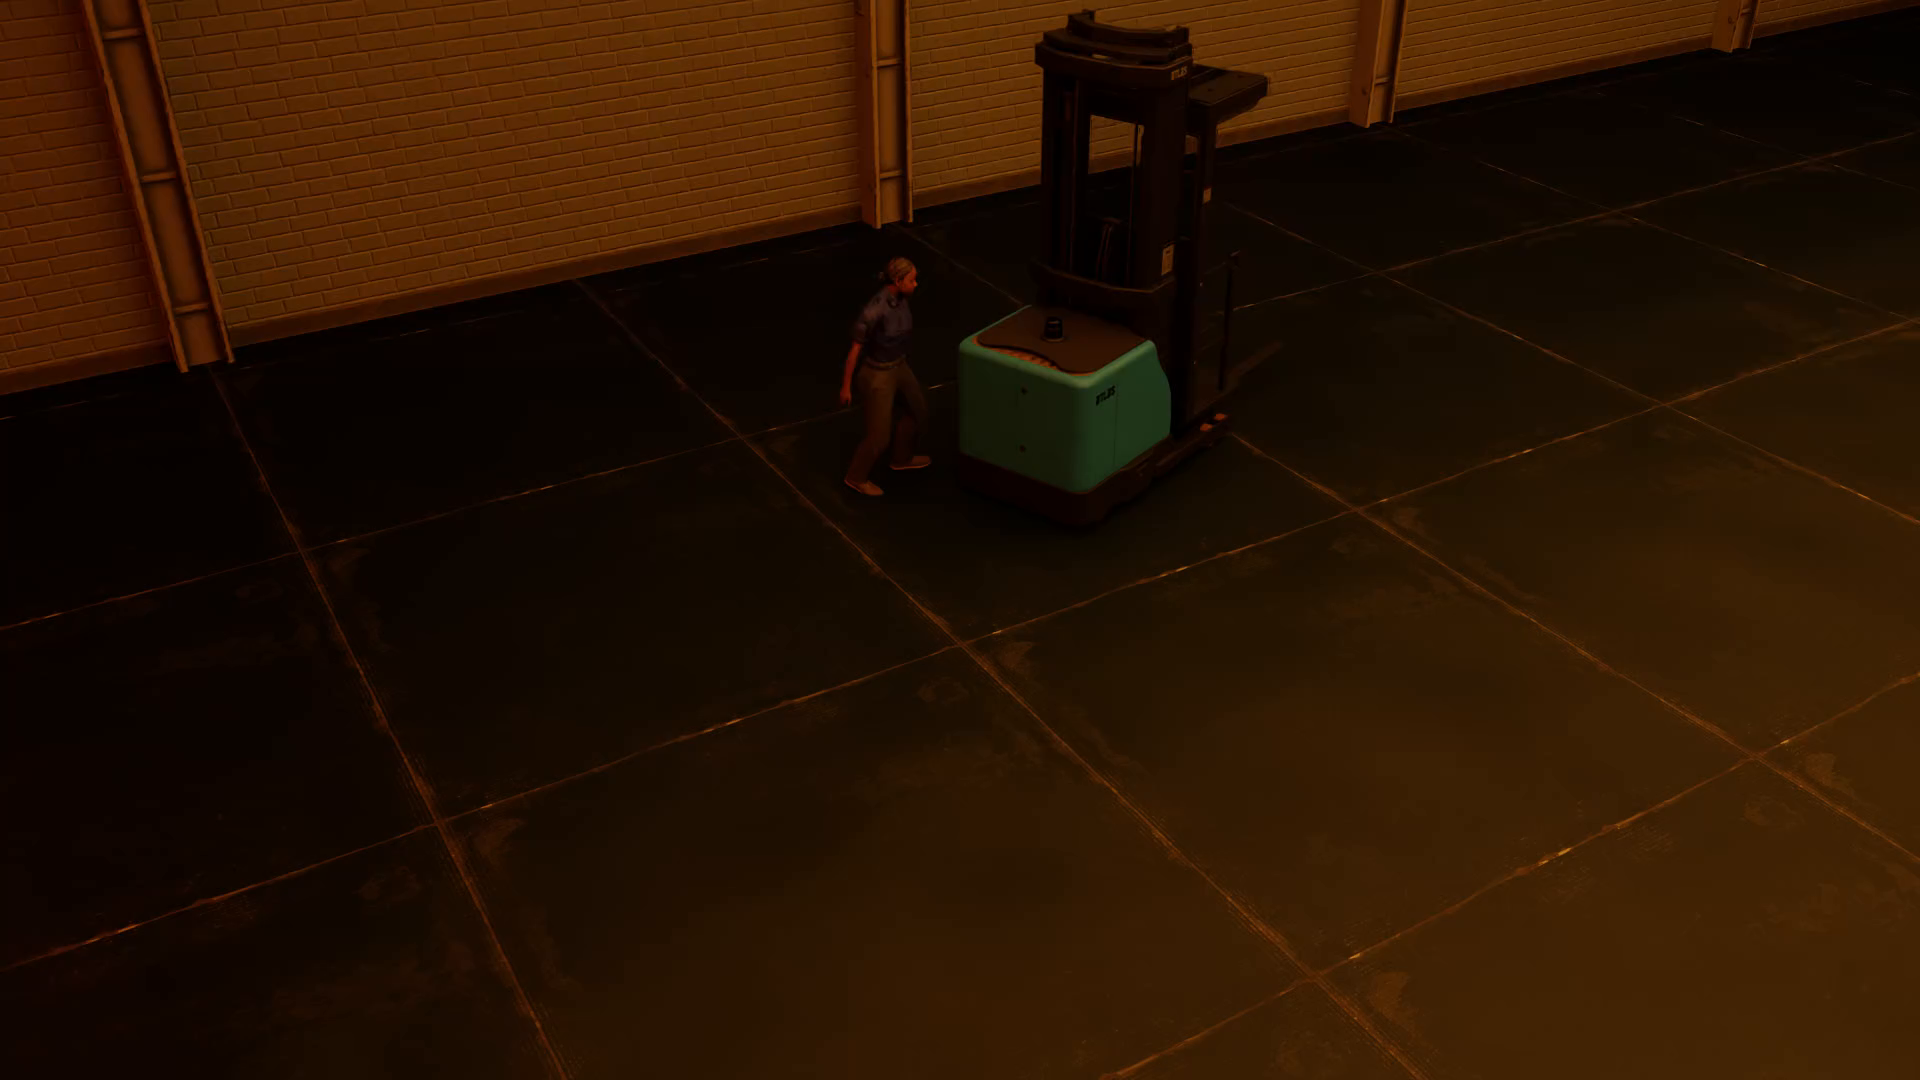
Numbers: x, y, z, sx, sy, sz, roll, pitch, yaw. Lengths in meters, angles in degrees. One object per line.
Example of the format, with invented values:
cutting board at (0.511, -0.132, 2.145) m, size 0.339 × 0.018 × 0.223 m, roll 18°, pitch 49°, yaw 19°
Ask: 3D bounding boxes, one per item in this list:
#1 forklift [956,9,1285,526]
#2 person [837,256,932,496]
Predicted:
forklift at (1.266, -2.040, 11.054) m, size 1.130 × 2.935 × 3.031 m, roll 21°, pitch 37°, yaw 31°
person at (-0.501, -1.057, 10.738) m, size 0.414 × 1.628 × 0.812 m, roll 18°, pitch 36°, yaw 28°
